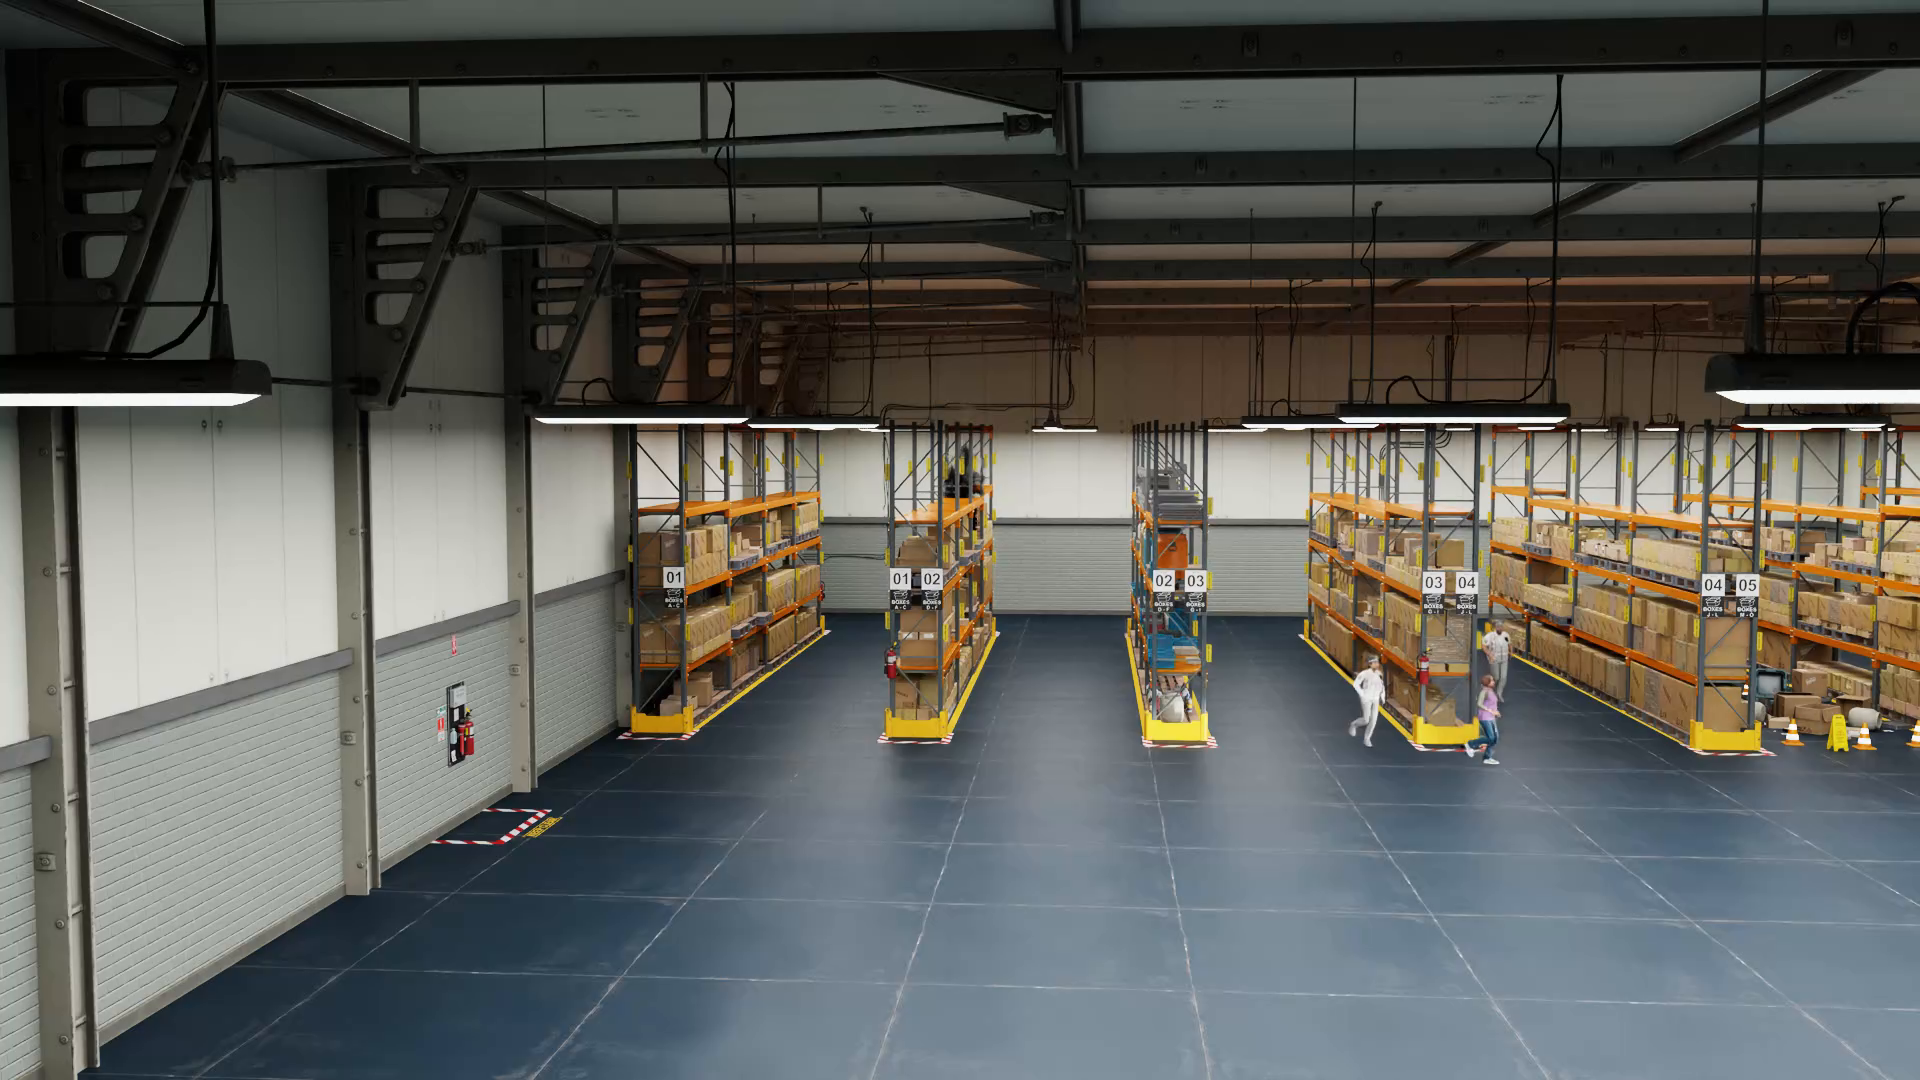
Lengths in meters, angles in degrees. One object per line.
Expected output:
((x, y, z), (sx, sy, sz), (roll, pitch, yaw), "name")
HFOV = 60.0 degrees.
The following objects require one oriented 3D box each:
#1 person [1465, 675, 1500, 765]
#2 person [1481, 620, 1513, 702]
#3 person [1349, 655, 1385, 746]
((9.134, 3.117, 28.902), (0.585, 1.538, 0.537), (3, 4, 35), "person")
((11.624, 2.584, 35.960), (0.661, 1.766, 0.662), (0, 4, -6), "person")
((7.626, 2.954, 30.856), (0.668, 1.639, 0.677), (-1, 4, -19), "person")
